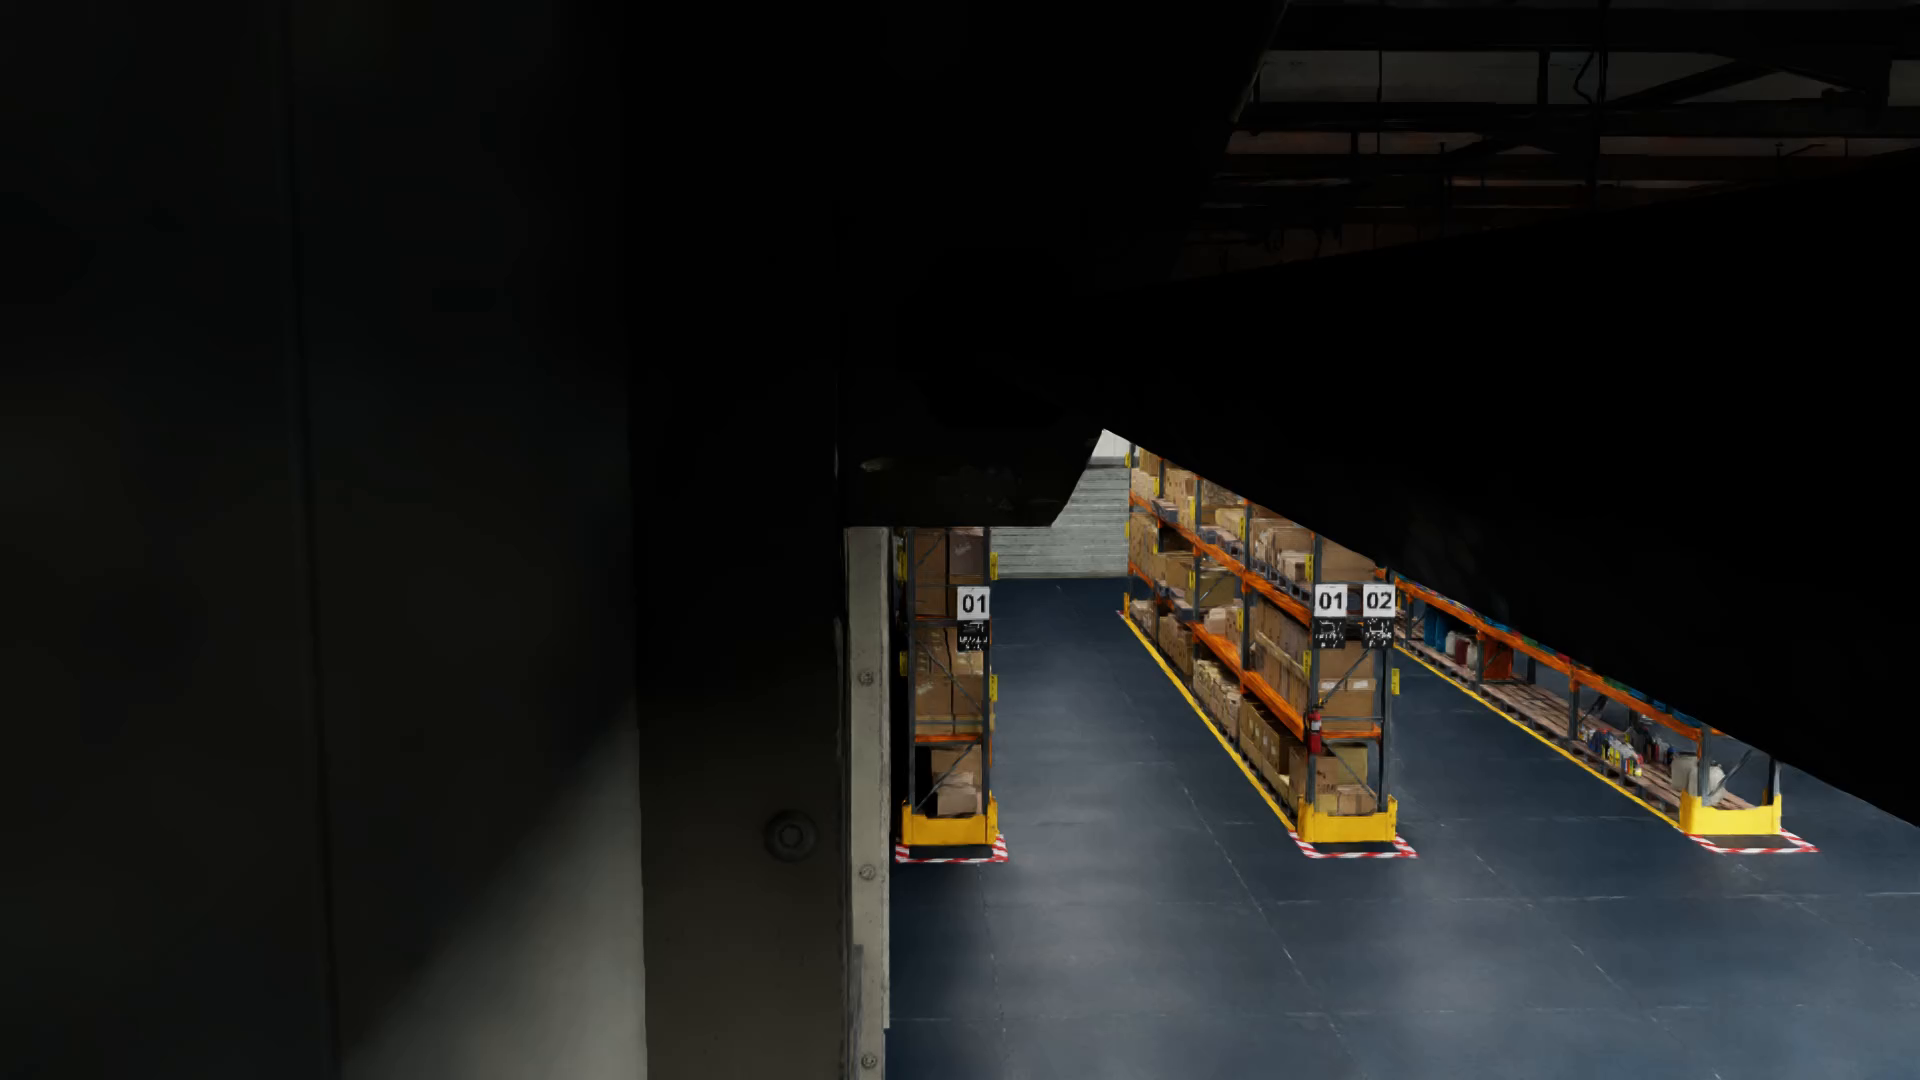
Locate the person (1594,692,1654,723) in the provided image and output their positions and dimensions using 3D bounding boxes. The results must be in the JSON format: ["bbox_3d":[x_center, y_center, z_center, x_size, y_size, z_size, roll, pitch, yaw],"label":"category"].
[{"bbox_3d":[10.639,2.066,26.682,0.683,1.713,0.837,-2,8,-18],"label":"person"}]
